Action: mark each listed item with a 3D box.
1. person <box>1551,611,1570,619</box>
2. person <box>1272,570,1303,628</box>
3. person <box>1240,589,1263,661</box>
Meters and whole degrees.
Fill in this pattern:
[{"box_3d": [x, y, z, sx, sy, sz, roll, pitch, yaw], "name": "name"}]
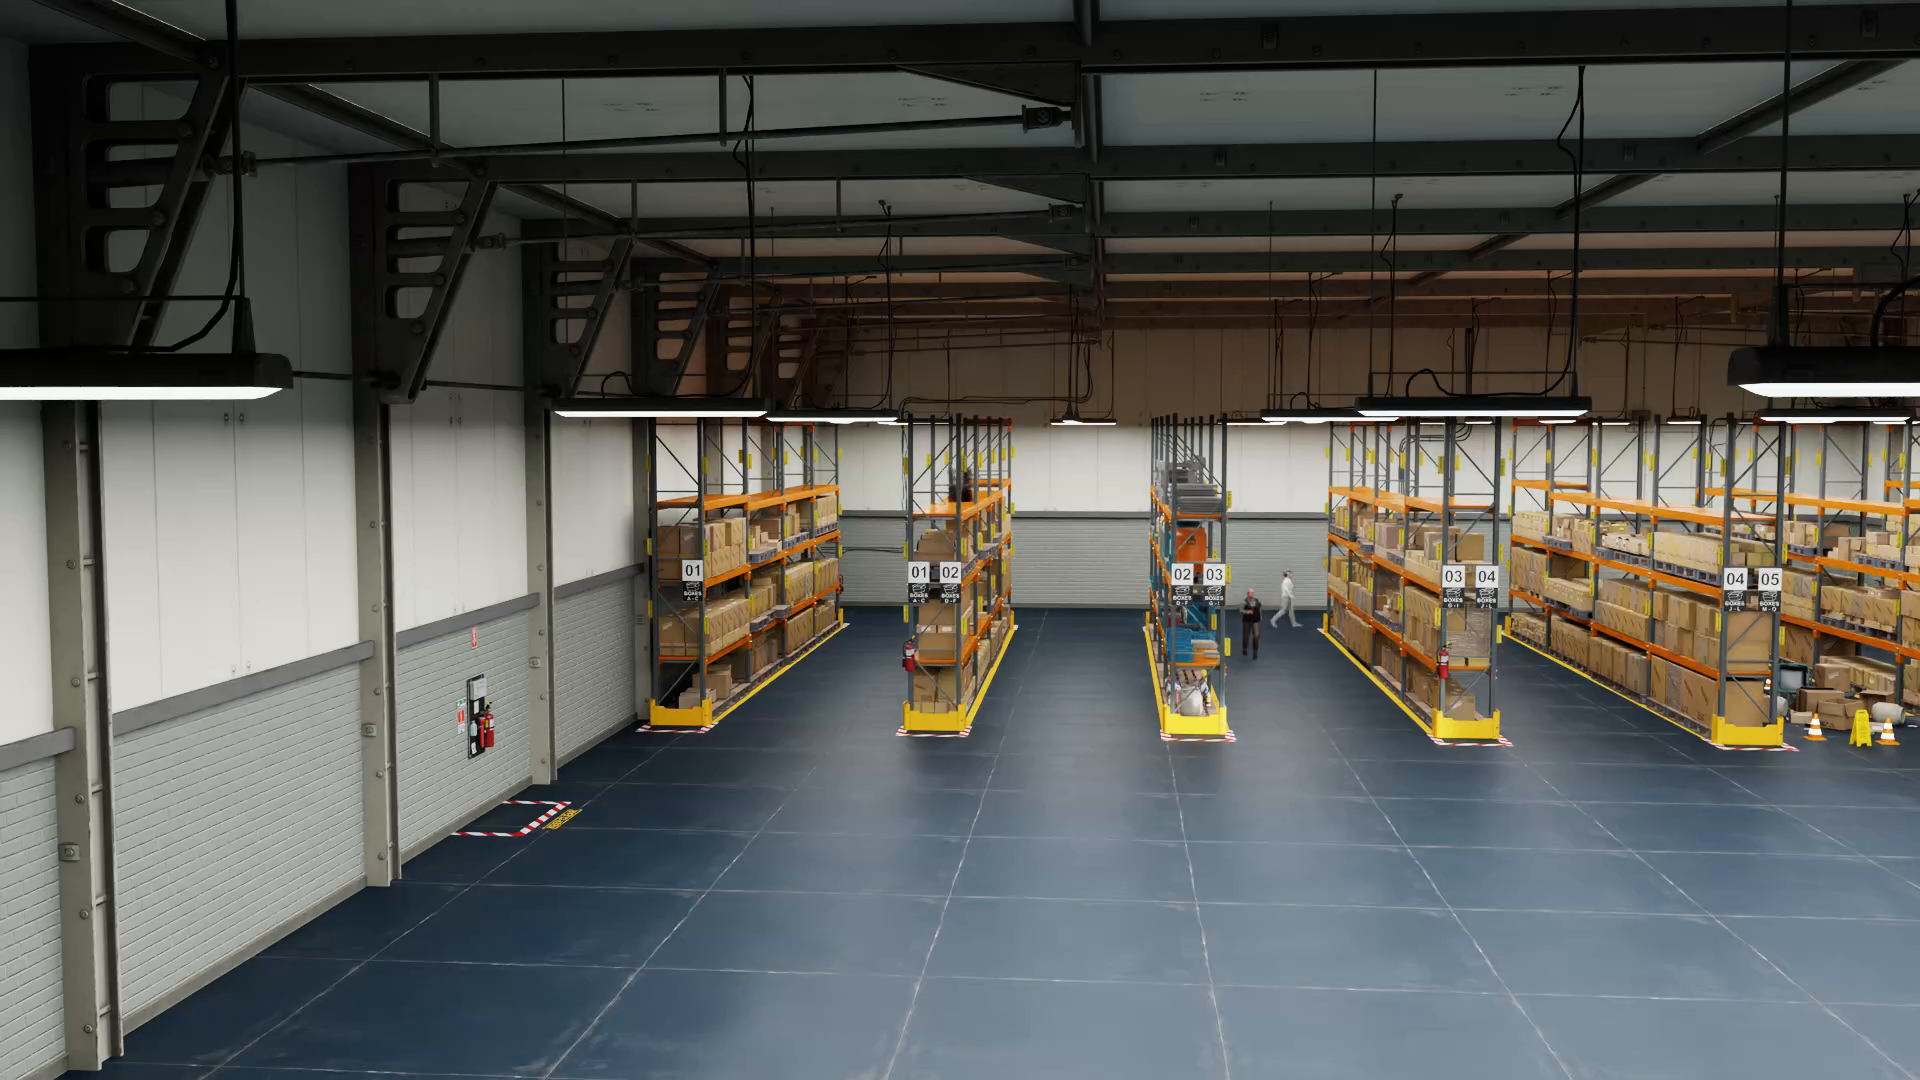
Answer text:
[{"box_3d": [17.010, 1.652, 47.282, 0.874, 1.820, 0.682, 0, 4, -4], "name": "person"}, {"box_3d": [9.372, 1.676, 47.547, 0.882, 1.649, 0.654, 1, 4, 9], "name": "person"}, {"box_3d": [7.216, 2.081, 41.210, 0.644, 1.774, 0.867, 0, 4, -5], "name": "person"}]
